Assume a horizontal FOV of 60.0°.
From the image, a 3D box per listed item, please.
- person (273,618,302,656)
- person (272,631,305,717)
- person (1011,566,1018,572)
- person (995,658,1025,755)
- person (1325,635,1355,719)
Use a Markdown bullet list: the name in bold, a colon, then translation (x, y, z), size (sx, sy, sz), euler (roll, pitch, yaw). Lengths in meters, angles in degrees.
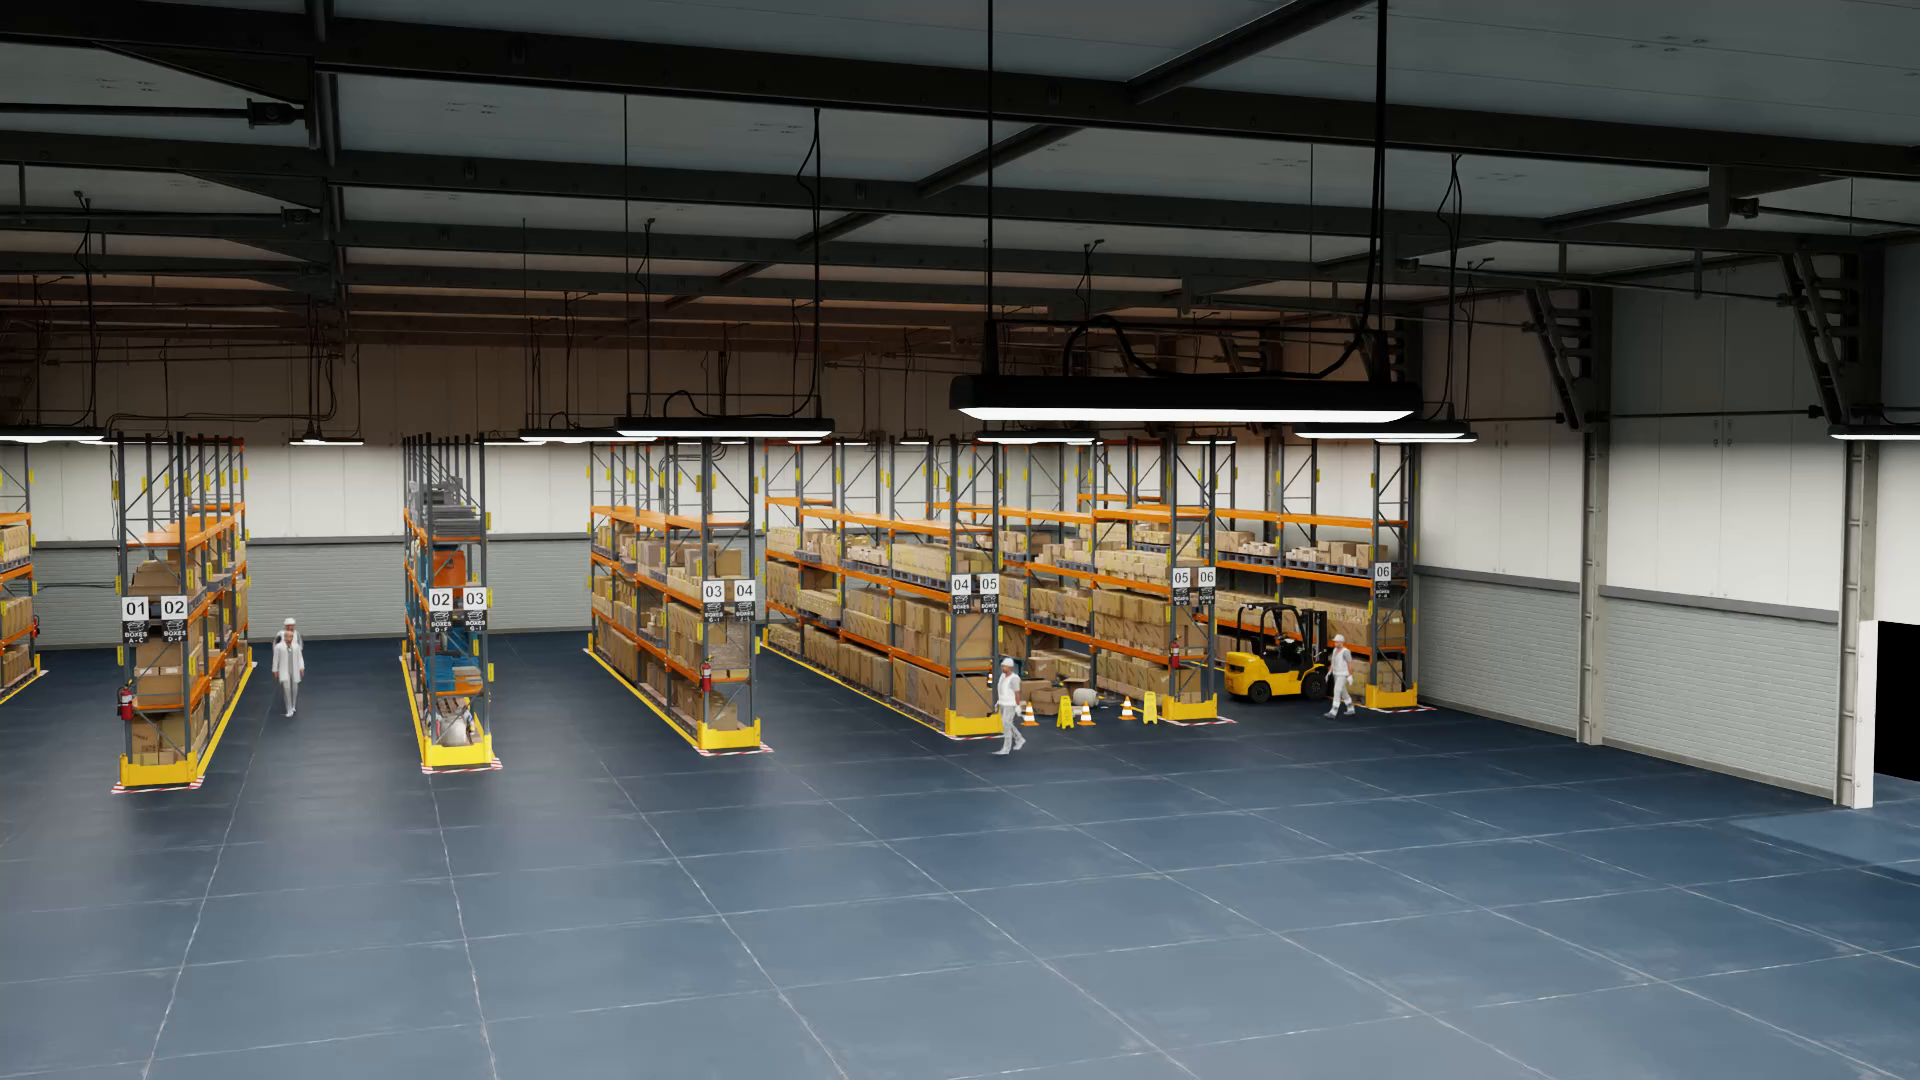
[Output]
- **person**: translation (-15.698, 2.743, 38.916), size (0.624, 1.824, 0.650), euler (-3, 4, -41)
- **person**: translation (-14.409, 2.876, 35.789), size (0.610, 1.813, 0.756), euler (-3, 4, -44)
- **person**: translation (1.759, 1.766, 55.516), size (0.462, 1.806, 0.584), euler (-3, 4, -41)
- **person**: translation (0.946, 3.099, 31.173), size (0.759, 1.780, 0.541), euler (-2, 4, -25)
- **person**: translation (8.045, 2.889, 35.317), size (0.885, 1.768, 0.539), euler (-1, 3, -17)
